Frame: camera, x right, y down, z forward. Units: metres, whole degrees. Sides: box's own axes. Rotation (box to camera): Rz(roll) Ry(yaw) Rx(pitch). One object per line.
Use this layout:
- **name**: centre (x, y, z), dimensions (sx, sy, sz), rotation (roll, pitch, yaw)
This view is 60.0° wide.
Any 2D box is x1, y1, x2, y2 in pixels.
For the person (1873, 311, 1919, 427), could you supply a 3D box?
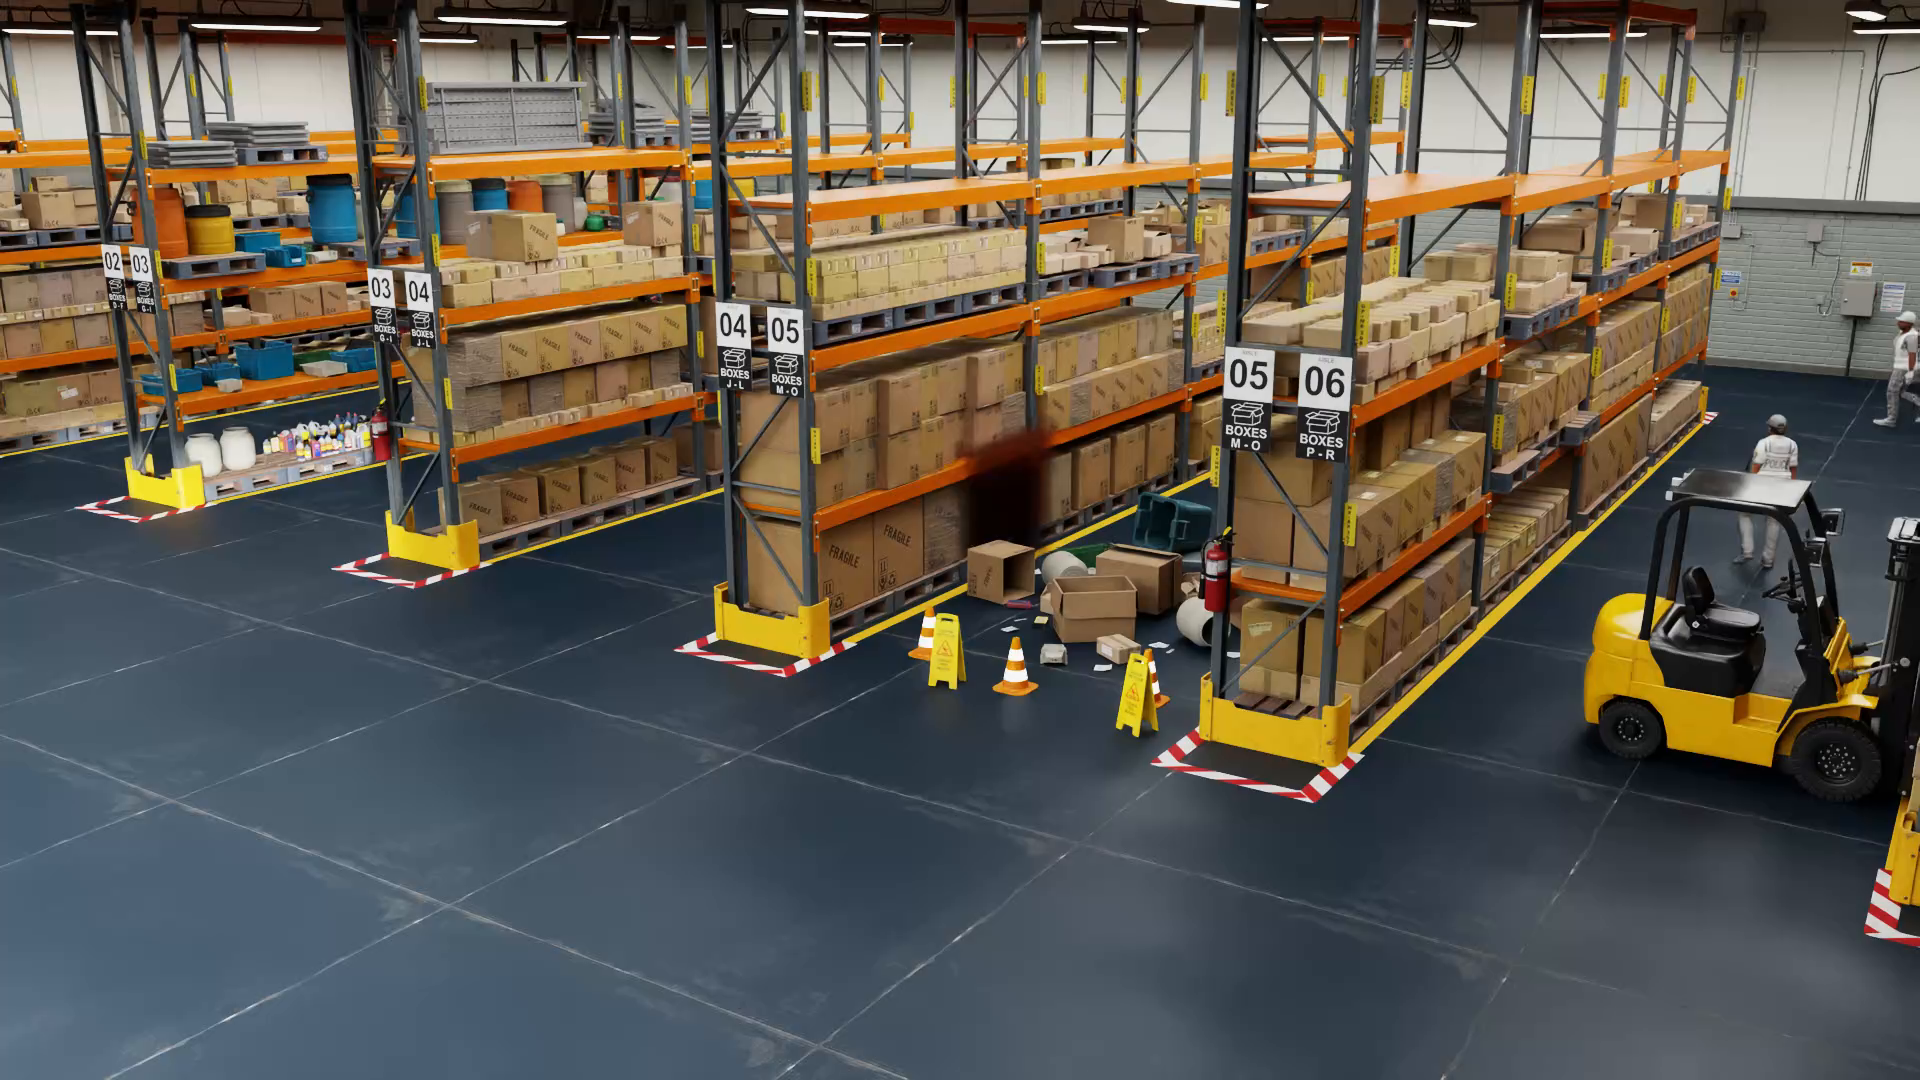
- **person**: centre (14.388, -2.577, 25.181), dimensions (0.758, 1.761, 0.555), rotation (12, 19, 36)

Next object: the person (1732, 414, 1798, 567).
- **person**: centre (8.775, -0.521, 18.068), dimensions (0.529, 1.699, 0.415), rotation (1, 16, 3)

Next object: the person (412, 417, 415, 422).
- **person**: centre (-8.059, -2.562, 25.302), dimensions (0.453, 1.645, 0.807), rotation (-12, 20, -37)
